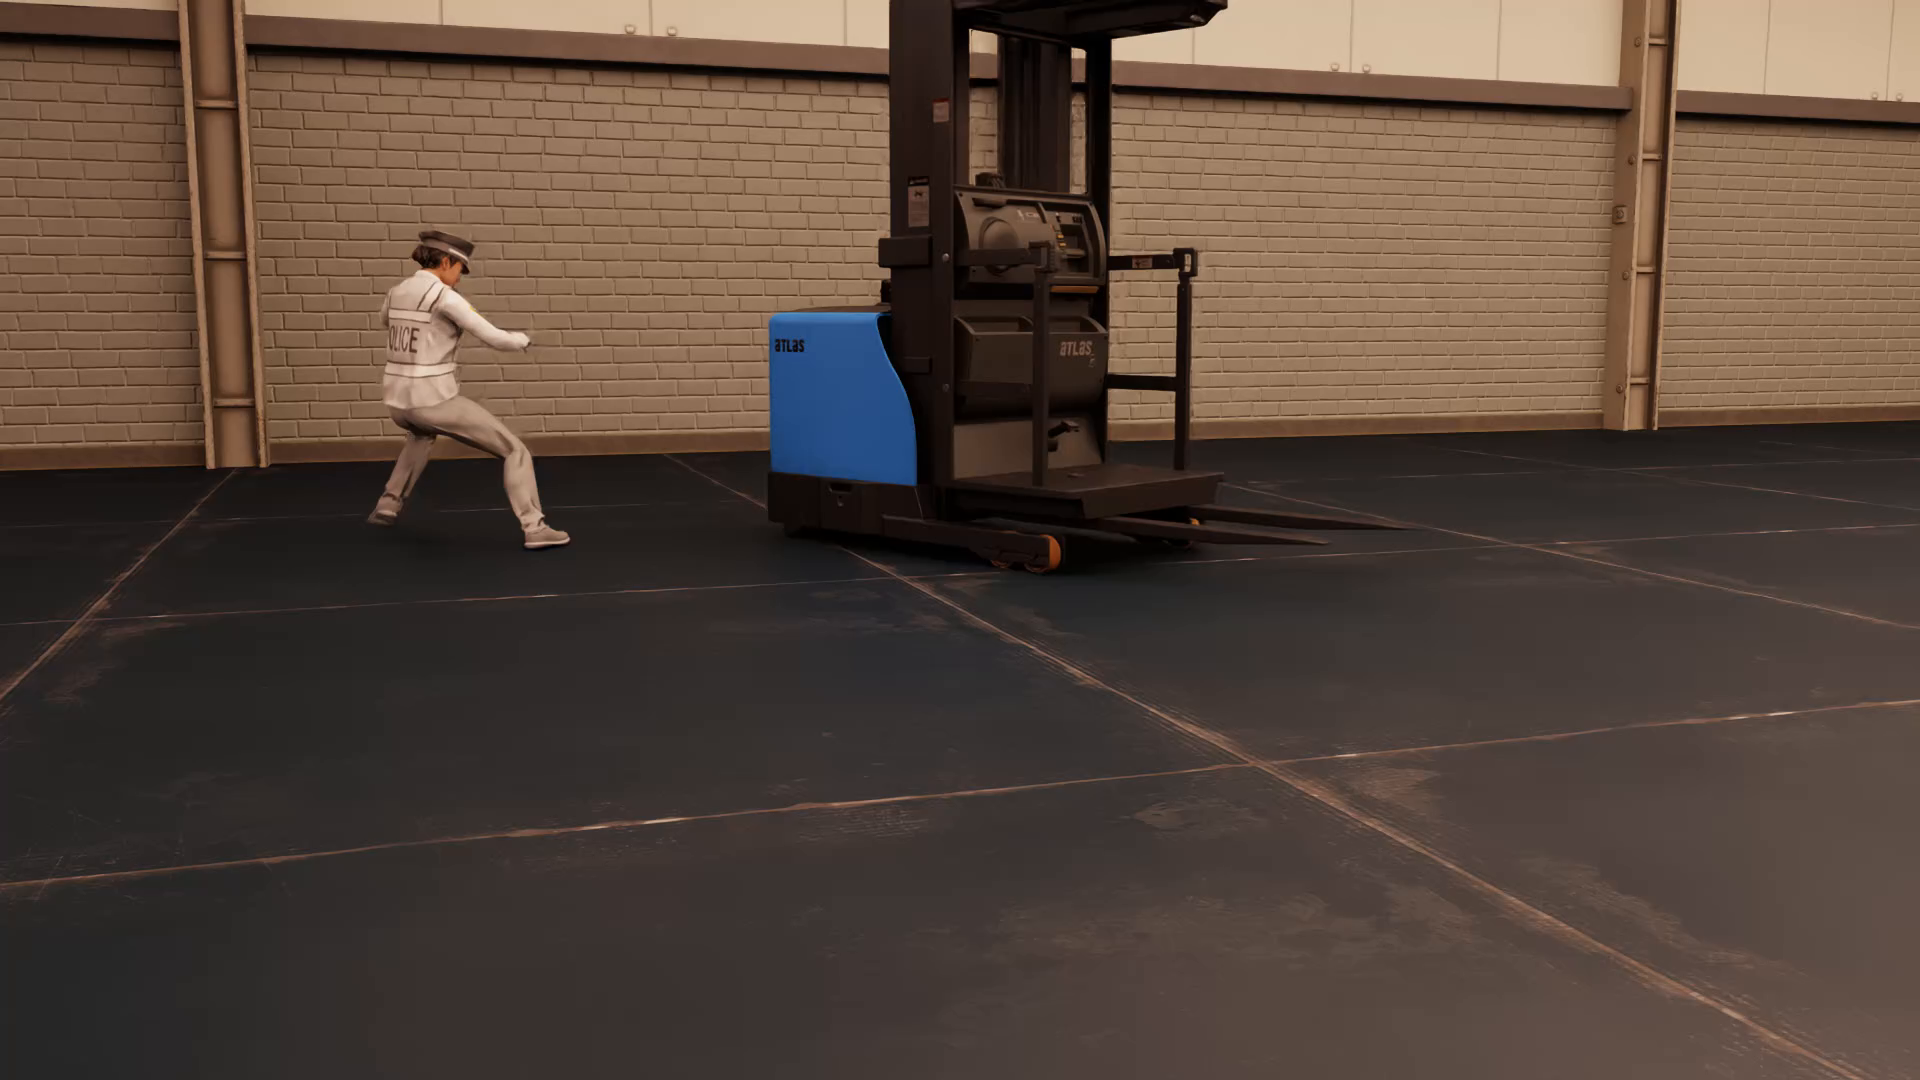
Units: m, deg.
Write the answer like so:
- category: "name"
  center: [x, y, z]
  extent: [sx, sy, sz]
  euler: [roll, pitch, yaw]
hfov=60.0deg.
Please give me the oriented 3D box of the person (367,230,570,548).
- category: "person"
  center: [-2.372, -0.712, 7.793]
  extent: [1.115, 1.447, 0.655]
  euler: [6, 10, 39]

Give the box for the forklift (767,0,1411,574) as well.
- category: "forklift"
  center: [0.479, -1.391, 7.276]
  extent: [3.031, 2.935, 1.130]
  euler: [7, 11, 43]
